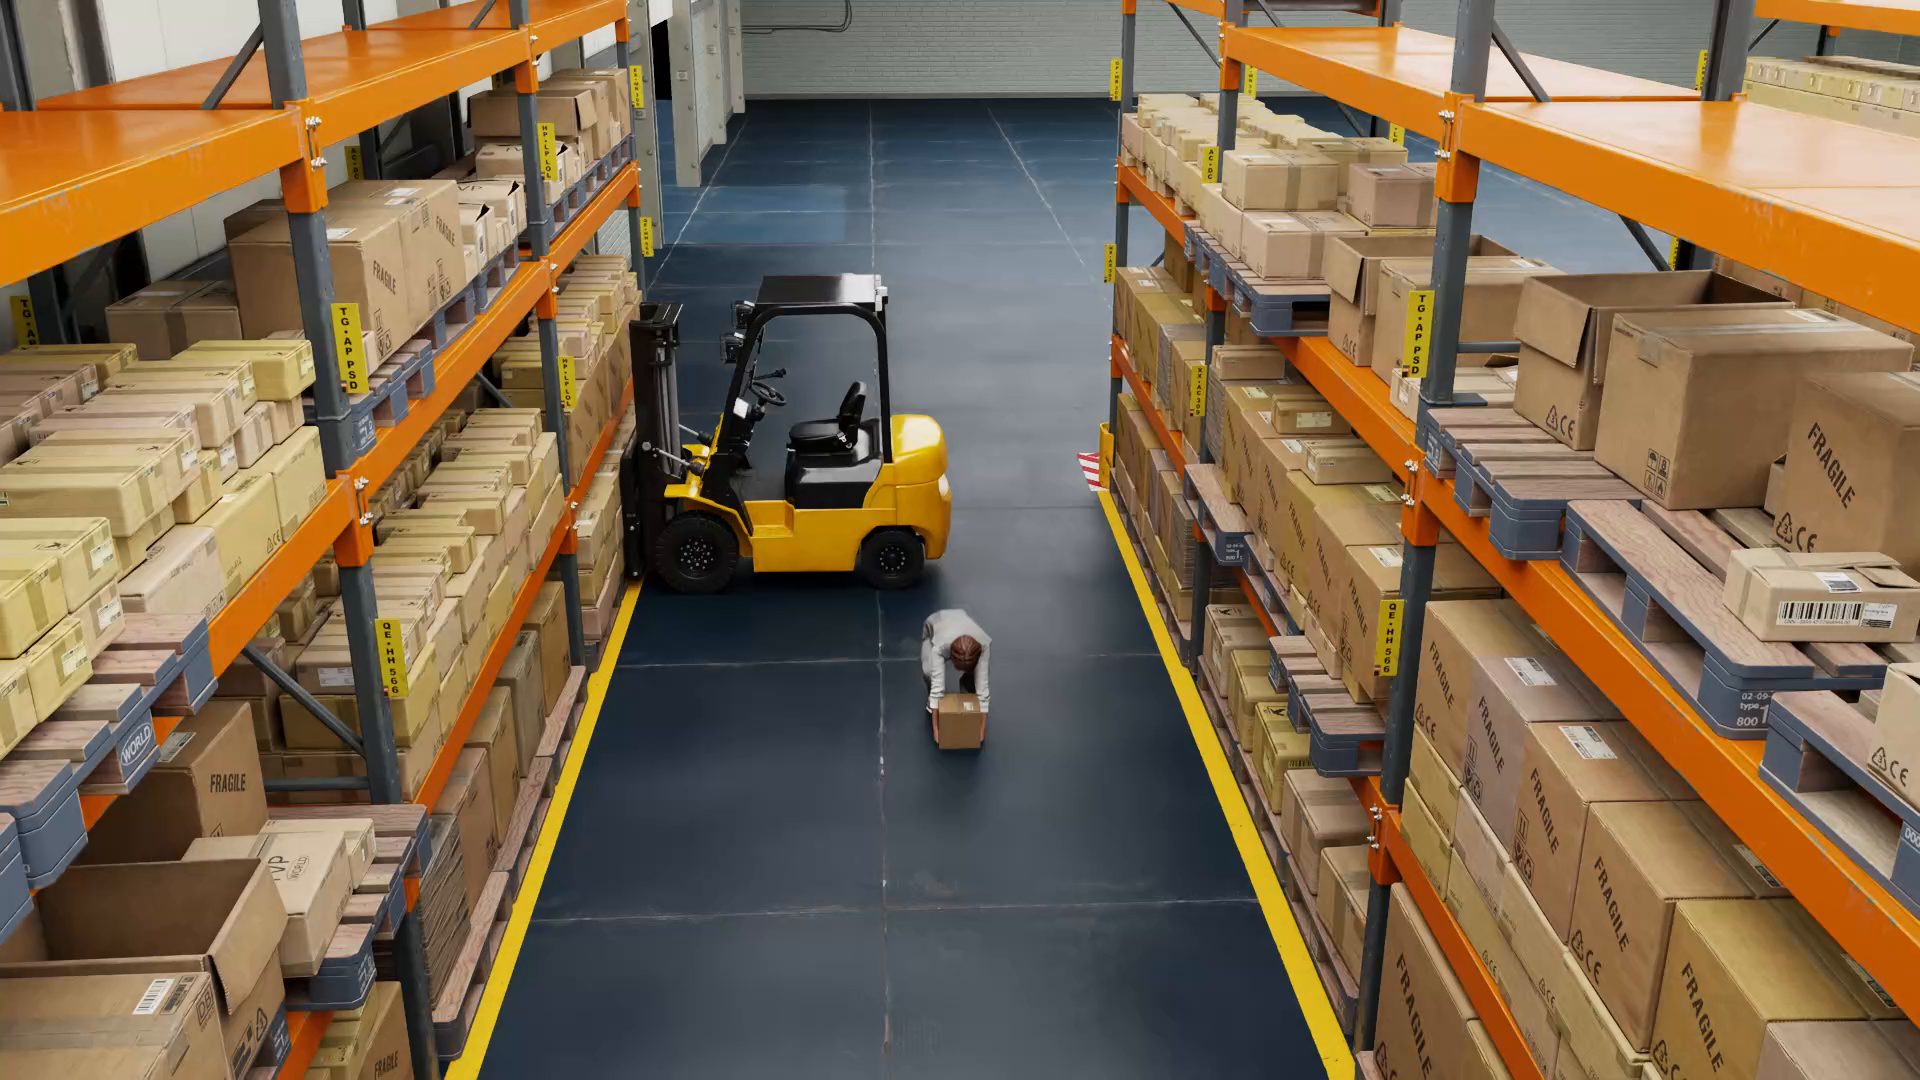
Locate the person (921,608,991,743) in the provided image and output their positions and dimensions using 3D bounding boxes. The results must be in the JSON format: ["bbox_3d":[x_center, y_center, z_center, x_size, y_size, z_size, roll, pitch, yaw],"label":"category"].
[{"bbox_3d":[-0.029,0.798,10.304,0.421,0.702,0.858,-2,21,-4],"label":"person"}]
